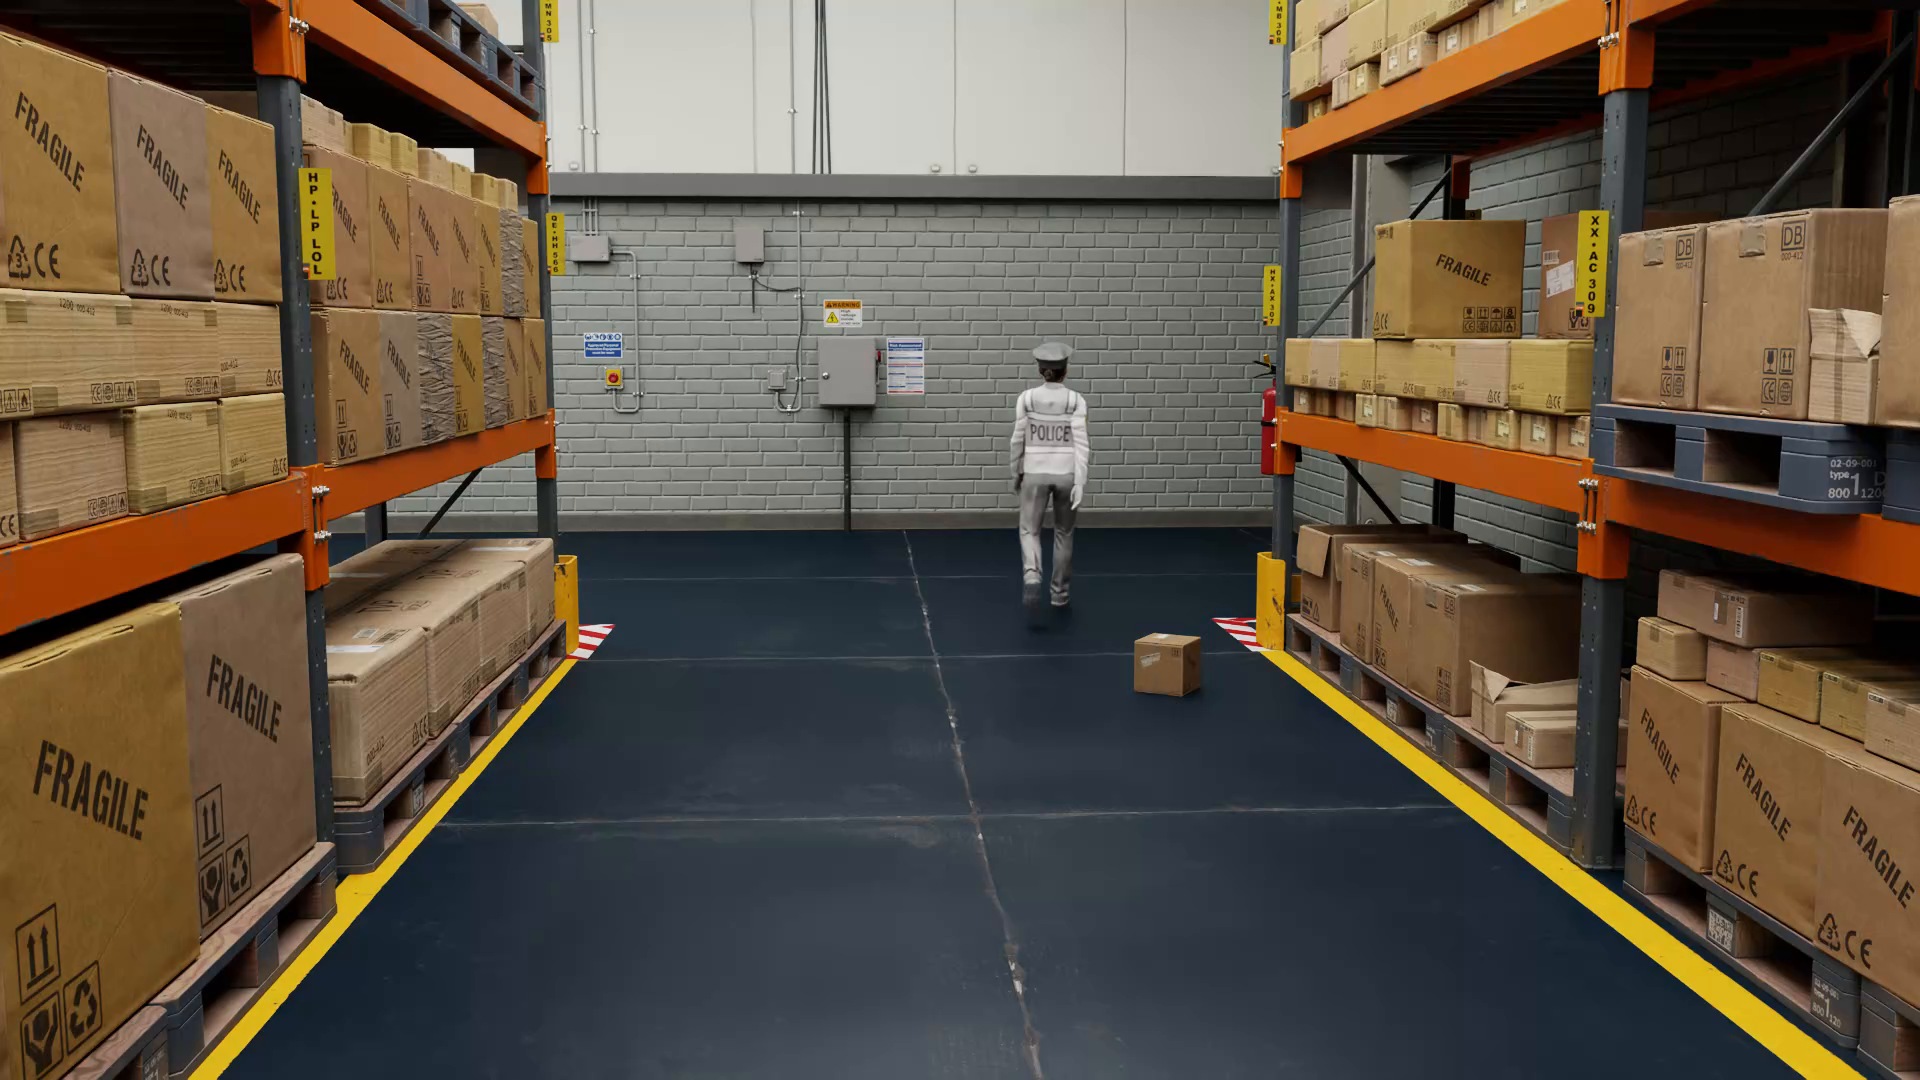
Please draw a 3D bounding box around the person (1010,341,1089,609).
[{"bbox_3d":[0.544,-0.383,10.151,0.484,1.647,0.872,0,7,3],"label":"person"}]
